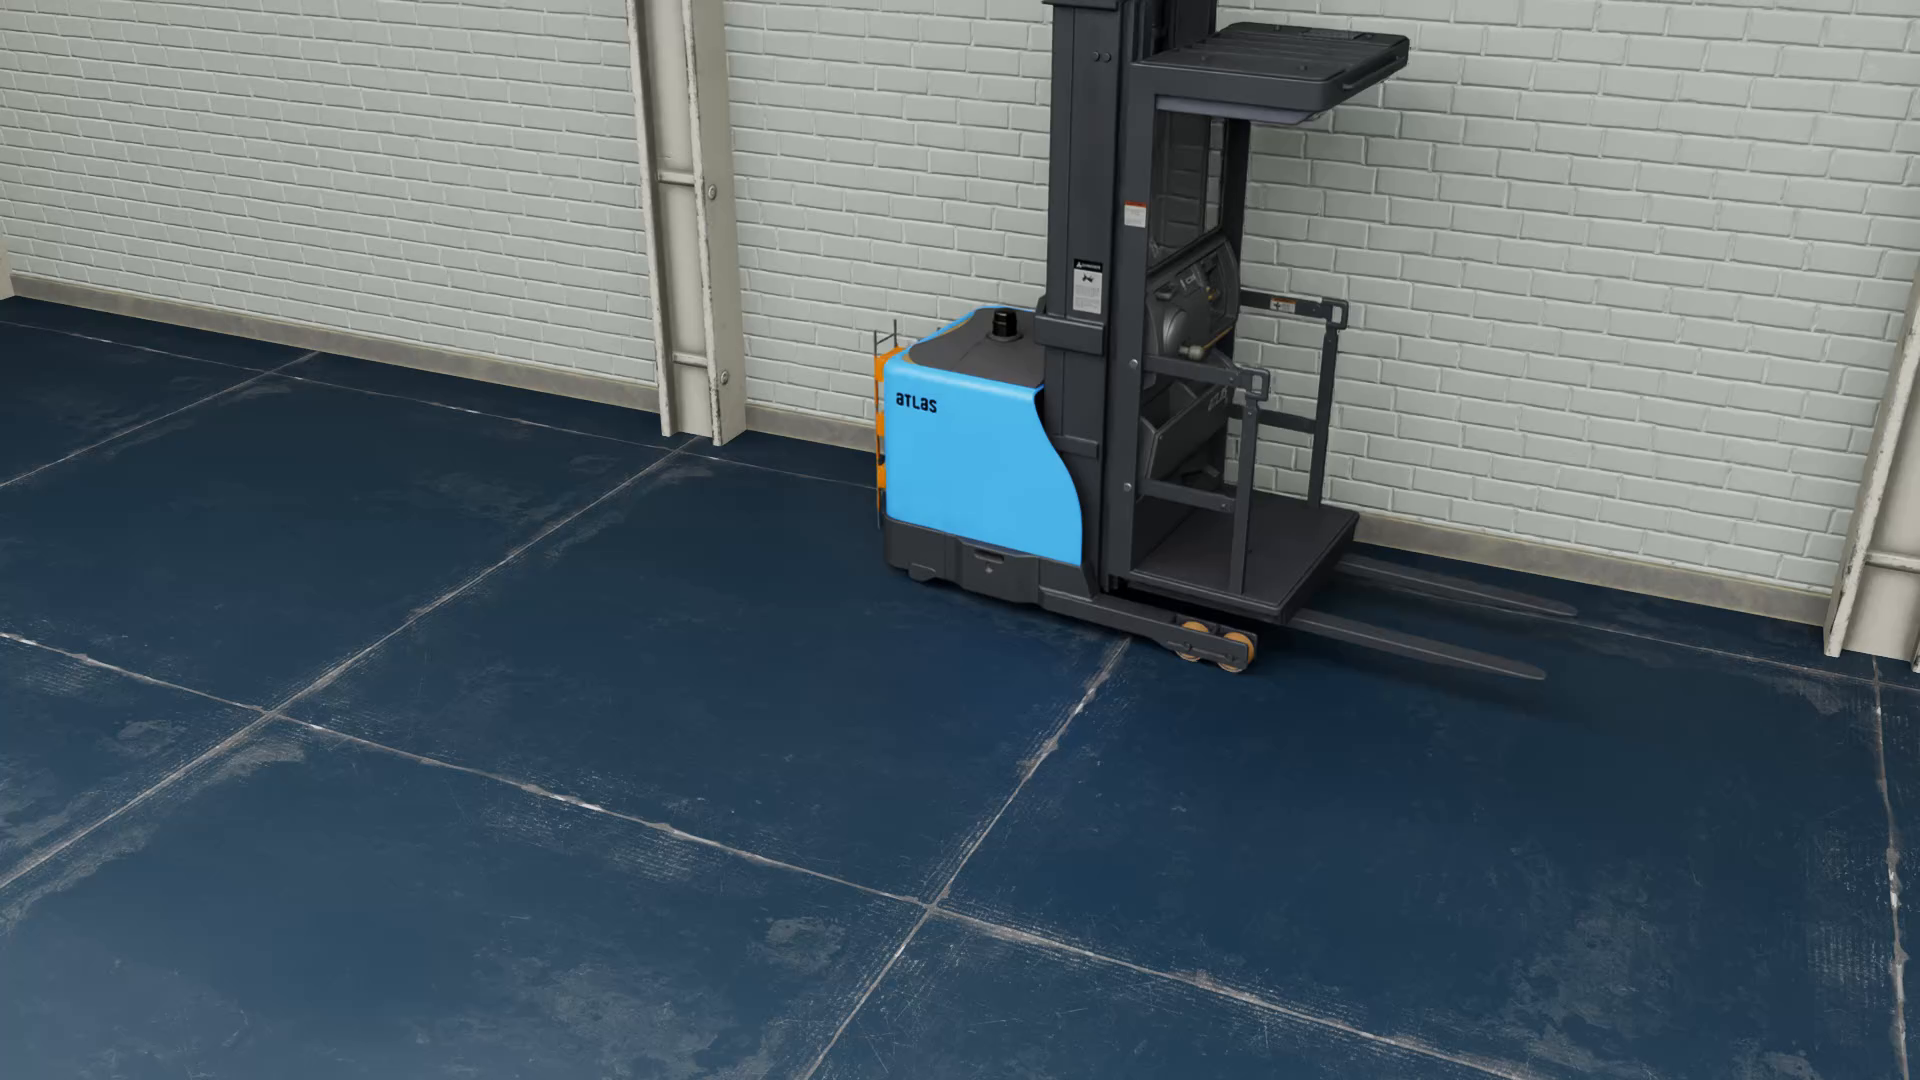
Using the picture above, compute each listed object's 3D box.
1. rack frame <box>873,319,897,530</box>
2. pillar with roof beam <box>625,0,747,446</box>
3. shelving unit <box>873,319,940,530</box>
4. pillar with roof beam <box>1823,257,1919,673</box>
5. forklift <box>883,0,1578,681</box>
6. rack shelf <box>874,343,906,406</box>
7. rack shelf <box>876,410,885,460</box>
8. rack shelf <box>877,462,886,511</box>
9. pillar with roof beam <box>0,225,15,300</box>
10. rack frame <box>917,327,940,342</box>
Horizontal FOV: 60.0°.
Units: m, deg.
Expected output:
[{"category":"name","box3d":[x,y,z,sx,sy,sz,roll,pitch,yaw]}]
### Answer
[{"category":"rack frame","box3d":[-0.359,-0.561,8.201,0.008,1.050,0.200,14,30,26]},{"category":"pillar with roof beam","box3d":[-3.238,-2.930,4.013,0.400,9.000,9.100,11,28,22]},{"category":"shelving unit","box3d":[-0.254,-0.534,8.147,0.252,1.050,0.215,14,30,26]},{"category":"pillar with roof beam","box3d":[2.224,-1.833,1.784,0.400,9.000,9.100,11,28,22]},{"category":"forklift","box3d":[1.175,-1.019,7.001,3.031,2.935,1.130,14,30,26]},{"category":"rack shelf","box3d":[-0.254,-0.780,8.026,0.240,0.259,0.215,14,30,26]},{"category":"rack shelf","box3d":[-0.254,-0.525,8.152,0.240,0.259,0.215,14,30,26]},{"category":"rack shelf","box3d":[-0.254,-0.276,8.274,0.240,0.259,0.215,14,30,26]},{"category":"pillar with roof beam","box3d":[-8.700,-4.027,6.241,0.400,9.000,9.100,11,28,22]},{"category":"rack frame","box3d":[-0.148,-0.508,8.093,0.008,1.050,0.200,14,30,26]}]
